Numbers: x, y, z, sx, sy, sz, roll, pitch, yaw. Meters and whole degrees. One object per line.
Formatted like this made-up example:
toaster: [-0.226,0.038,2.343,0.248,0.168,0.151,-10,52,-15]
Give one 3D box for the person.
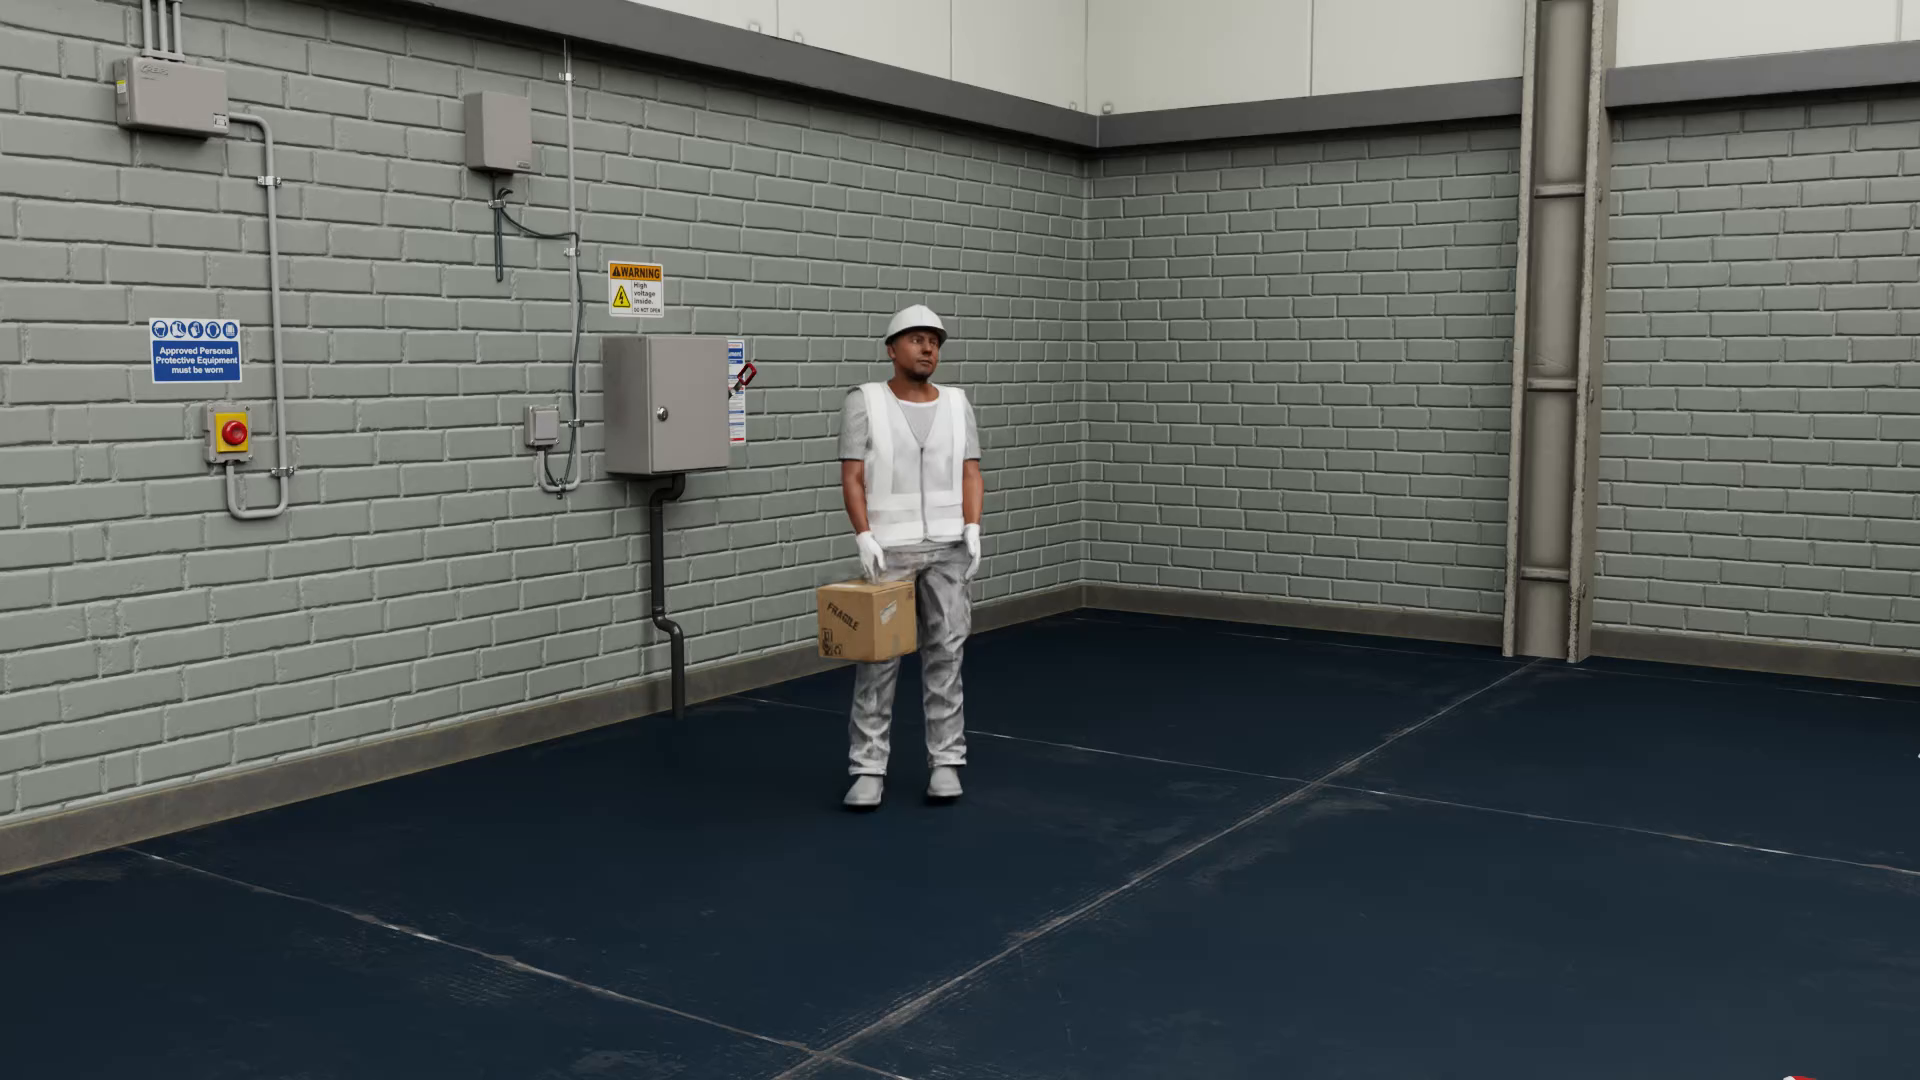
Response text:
person: [-0.177,0.044,6.053,0.579,1.795,0.470,-2,7,-19]
